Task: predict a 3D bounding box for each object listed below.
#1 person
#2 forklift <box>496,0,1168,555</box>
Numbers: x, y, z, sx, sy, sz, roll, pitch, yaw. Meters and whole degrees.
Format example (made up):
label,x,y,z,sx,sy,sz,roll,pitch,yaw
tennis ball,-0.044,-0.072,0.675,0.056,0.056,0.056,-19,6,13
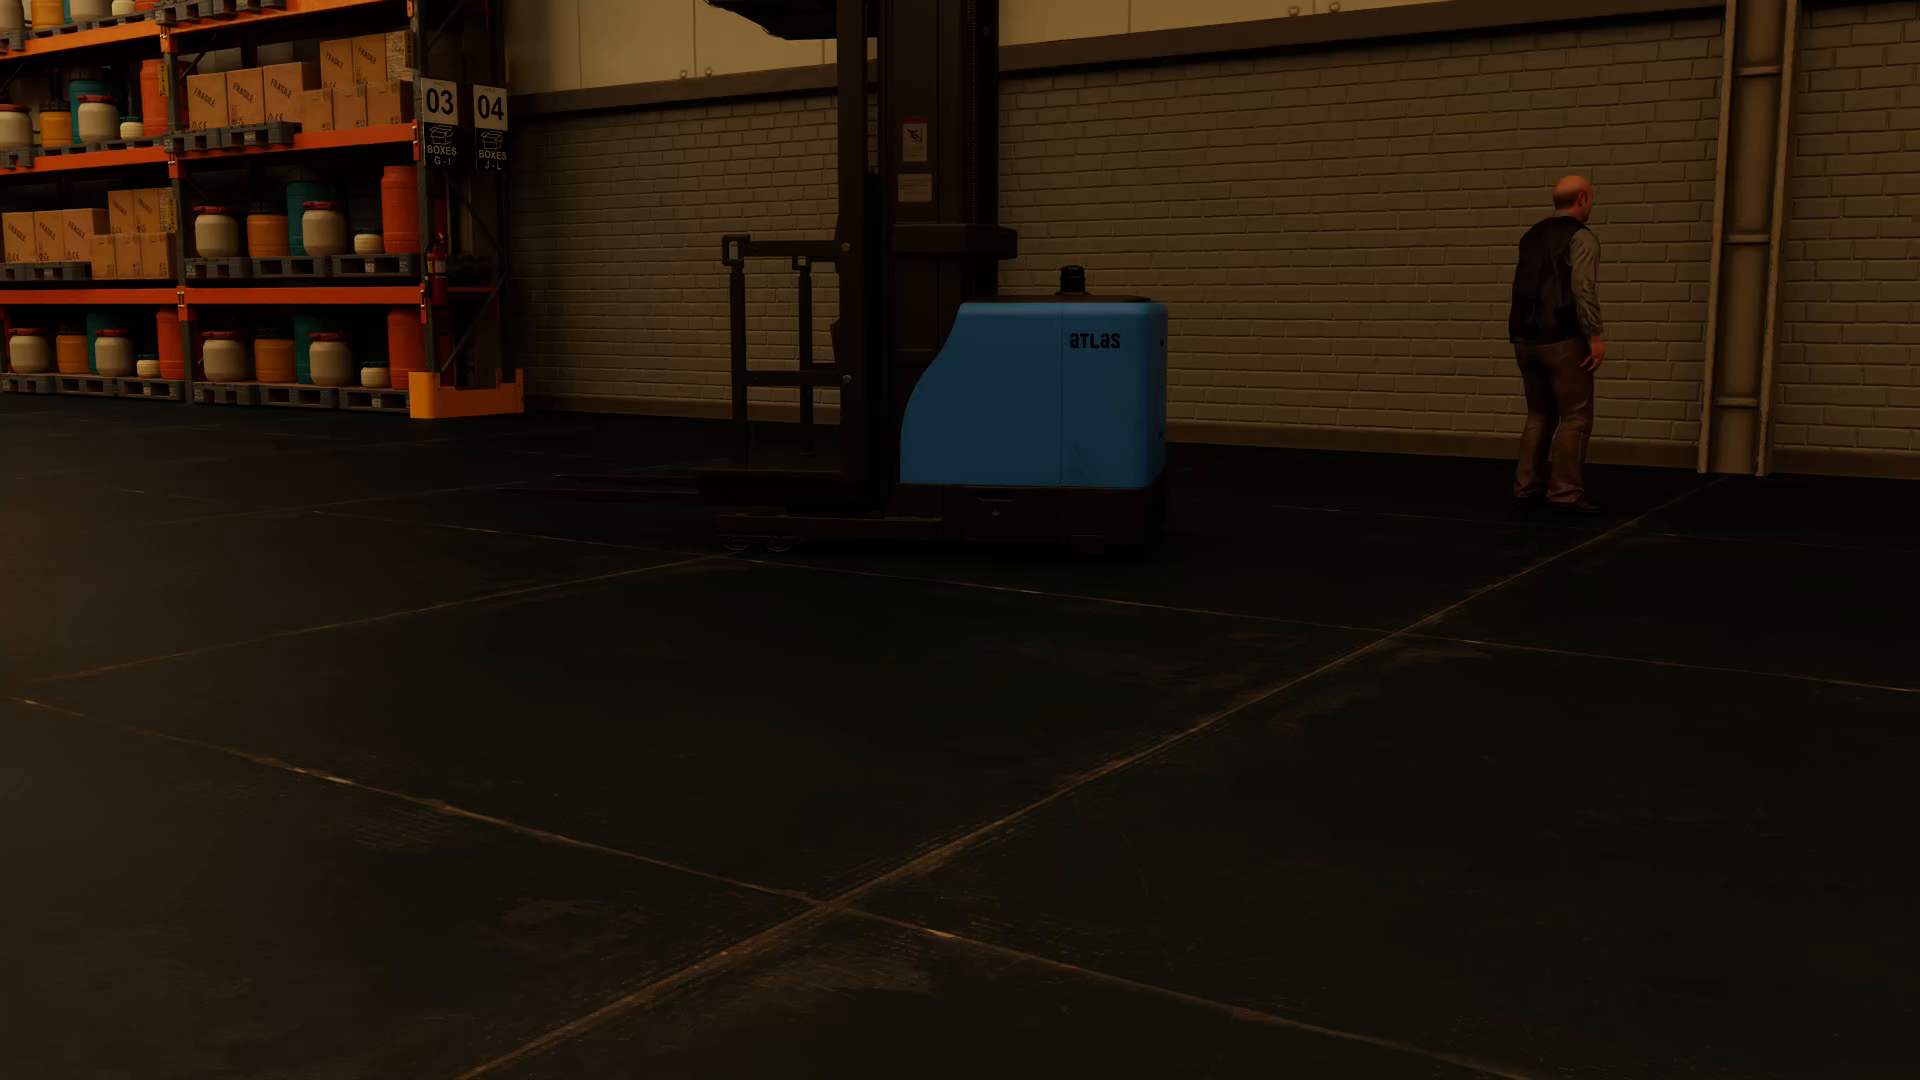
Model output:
label,x,y,z,sx,sy,sz,roll,pitch,yaw
person,3.065,-1.007,8.576,0.416,1.722,0.580,-3,8,-18
forklift,-0.596,-1.469,7.520,3.031,2.935,1.130,2,8,12
